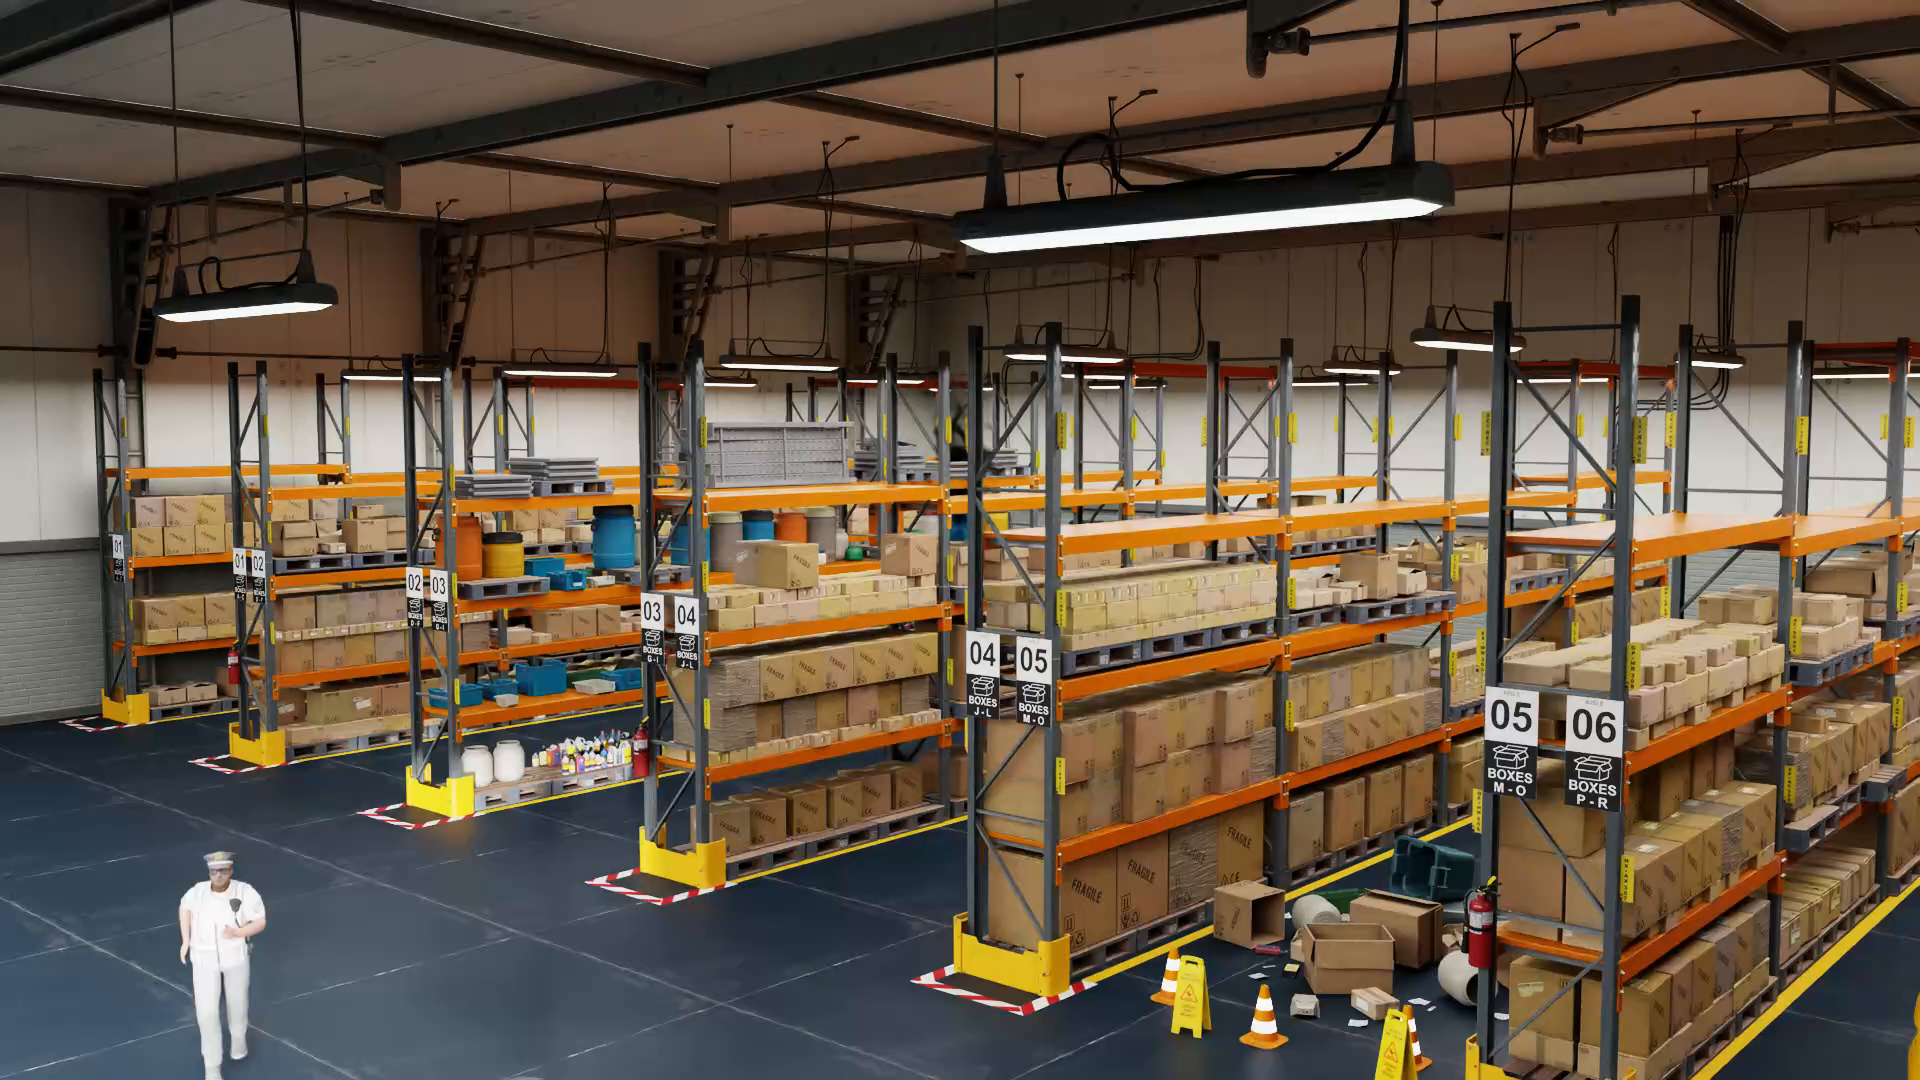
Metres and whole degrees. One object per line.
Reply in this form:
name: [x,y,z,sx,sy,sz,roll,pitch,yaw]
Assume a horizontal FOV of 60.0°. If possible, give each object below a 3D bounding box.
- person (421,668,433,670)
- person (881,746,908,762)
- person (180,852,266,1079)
person: [-9.441,2.209,29.291,0.508,1.587,0.657,3,5,34]
person: [-0.967,2.625,23.597,0.698,1.610,0.600,-4,6,-44]
person: [-5.774,3.318,13.041,0.634,1.837,0.875,-2,5,-21]
